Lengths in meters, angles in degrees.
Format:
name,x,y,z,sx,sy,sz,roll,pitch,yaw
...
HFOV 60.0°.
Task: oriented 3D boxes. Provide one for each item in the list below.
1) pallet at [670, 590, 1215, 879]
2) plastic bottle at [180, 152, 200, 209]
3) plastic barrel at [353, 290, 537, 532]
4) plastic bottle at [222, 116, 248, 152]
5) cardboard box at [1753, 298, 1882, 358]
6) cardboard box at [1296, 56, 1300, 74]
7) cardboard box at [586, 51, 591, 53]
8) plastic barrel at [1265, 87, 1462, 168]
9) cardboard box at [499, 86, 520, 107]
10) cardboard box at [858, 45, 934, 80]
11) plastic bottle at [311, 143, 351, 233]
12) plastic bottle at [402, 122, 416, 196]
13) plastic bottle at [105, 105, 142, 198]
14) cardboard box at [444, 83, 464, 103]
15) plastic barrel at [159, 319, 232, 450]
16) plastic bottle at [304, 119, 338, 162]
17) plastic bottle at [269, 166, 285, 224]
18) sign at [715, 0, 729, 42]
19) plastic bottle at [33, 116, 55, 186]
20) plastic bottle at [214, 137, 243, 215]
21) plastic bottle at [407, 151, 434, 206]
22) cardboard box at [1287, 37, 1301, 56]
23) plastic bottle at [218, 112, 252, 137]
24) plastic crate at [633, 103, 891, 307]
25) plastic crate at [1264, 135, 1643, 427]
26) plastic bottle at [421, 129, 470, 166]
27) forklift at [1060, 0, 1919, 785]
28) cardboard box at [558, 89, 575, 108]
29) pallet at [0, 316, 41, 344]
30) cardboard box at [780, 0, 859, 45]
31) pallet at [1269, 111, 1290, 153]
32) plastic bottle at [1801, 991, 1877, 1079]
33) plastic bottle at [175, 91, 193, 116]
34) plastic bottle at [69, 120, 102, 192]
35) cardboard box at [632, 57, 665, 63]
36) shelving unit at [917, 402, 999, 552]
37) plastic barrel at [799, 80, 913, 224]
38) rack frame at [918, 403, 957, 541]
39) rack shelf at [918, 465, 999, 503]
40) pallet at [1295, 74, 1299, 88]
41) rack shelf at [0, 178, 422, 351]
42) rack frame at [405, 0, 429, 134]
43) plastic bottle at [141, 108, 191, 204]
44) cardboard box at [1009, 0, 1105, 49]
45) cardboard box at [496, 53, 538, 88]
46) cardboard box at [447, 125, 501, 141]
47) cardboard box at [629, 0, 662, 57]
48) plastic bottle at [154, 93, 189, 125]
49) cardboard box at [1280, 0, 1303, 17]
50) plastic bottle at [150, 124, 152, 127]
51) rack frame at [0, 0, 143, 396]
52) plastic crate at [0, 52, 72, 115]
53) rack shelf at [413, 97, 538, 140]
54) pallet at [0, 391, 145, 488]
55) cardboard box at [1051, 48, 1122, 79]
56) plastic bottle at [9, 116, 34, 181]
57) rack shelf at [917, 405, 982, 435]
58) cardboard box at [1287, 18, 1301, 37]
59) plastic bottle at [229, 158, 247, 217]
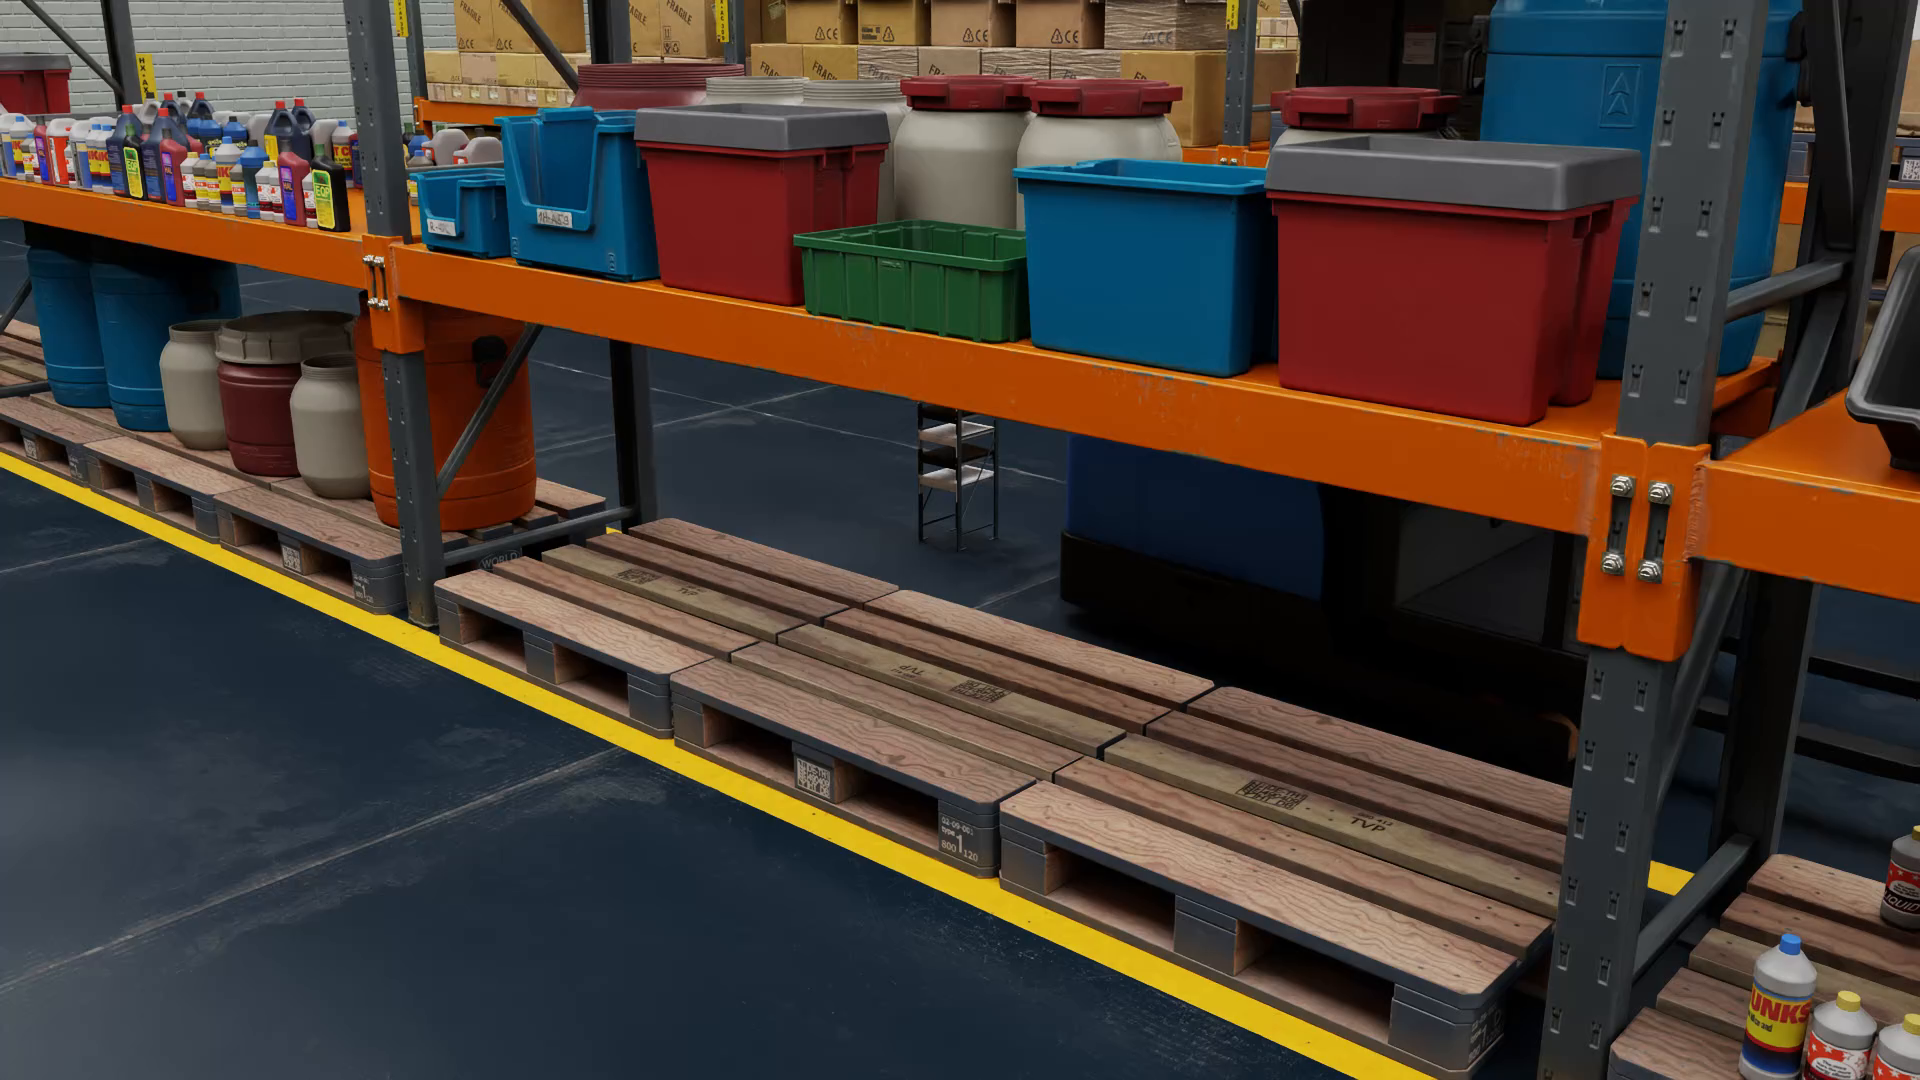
name,x,y,z,sx,sy,sz,roll,pitch,yaw
pallet,-0.056,0.492,4.714,1.213,0.211,1.003,15,23,39
plastic bottle,-2.860,-1.347,6.227,0.097,0.201,0.097,0,18,0
plastic barrel,-1.895,-0.507,6.144,0.708,0.830,0.600,15,23,39
plastic bottle,-3.145,-1.703,7.230,0.097,0.271,0.097,0,18,0
cardboard box,3.972,-0.811,7.613,0.500,0.500,0.700,15,23,39
cardboard box,2.908,-3.963,13.860,0.250,0.149,0.380,14,22,37
cardboard box,-2.915,-3.803,13.391,0.500,0.250,0.500,14,22,37
plastic barrel,0.904,-0.750,3.792,0.433,0.535,0.433,0,18,0
cardboard box,-3.398,-3.502,13.103,0.250,0.149,0.380,14,23,38
cardboard box,-0.293,-2.868,10.525,0.500,0.500,0.500,14,23,38
plastic bottle,-2.104,-1.176,5.551,0.133,0.283,0.061,15,23,39
plastic bottle,-2.216,-1.528,6.660,0.133,0.283,0.061,15,23,39
plastic bottle,-3.288,-1.543,6.596,0.185,0.351,0.144,15,23,39
cardboard box,-3.975,-3.657,13.591,0.250,0.149,0.380,15,23,38
plastic barrel,-3.222,-0.675,7.200,0.421,0.512,0.421,0,18,0
plastic bottle,-2.664,-1.626,6.982,0.135,0.276,0.152,15,23,39
plastic bottle,-2.350,-1.210,5.796,0.097,0.201,0.097,0,18,0
sign,-1.589,-3.495,11.104,0.005,0.325,0.100,15,23,39
plastic bottle,-3.854,-1.646,7.032,0.133,0.283,0.061,15,23,39
plastic bottle,-2.642,-1.322,6.031,0.097,0.271,0.097,0,18,0
plastic bottle,-2.042,-1.373,6.308,0.097,0.201,0.097,0,18,0
cardboard box,2.922,-4.102,13.809,0.250,0.149,0.380,16,24,41
plastic bottle,-3.249,-1.783,7.477,0.135,0.276,0.152,15,23,39
plastic crate,-0.512,-0.884,4.332,0.583,0.464,0.402,15,23,39
plastic crate,0.909,-0.502,3.130,0.583,0.464,0.402,15,23,39
plastic bottle,-1.973,-1.441,6.397,0.135,0.276,0.152,15,23,39
forklift,1.764,-0.933,4.707,3.031,2.935,1.130,16,24,41
cardboard box,-2.819,-3.347,12.615,0.250,0.149,0.380,16,23,40
pallet,-6.002,-1.105,9.744,1.213,0.211,1.003,15,23,39
cardboard box,-0.739,-3.570,11.078,0.637,0.503,0.797,14,23,38
pallet,2.373,-2.157,8.767,1.003,0.211,1.213,15,23,39
plastic bottle,1.497,0.864,2.829,0.097,0.201,0.097,0,18,0
plastic bottle,-3.605,-1.916,7.772,0.185,0.351,0.144,15,23,39
plastic bottle,-3.550,-1.579,6.834,0.135,0.276,0.152,15,23,39
cardboard box,-2.115,-3.374,12.039,0.500,0.250,0.500,16,24,41
shelving unit,-0.006,-0.431,6.481,0.210,0.900,0.258,15,23,39
plastic barrel,-0.292,-1.057,4.800,0.421,0.512,0.421,0,18,0
rack frame,-0.082,-0.451,6.545,0.006,0.900,0.240,15,23,39
rack shelf,-0.006,-0.227,6.545,0.200,0.077,0.258,15,23,39
pallet,2.621,-3.995,14.557,1.213,0.211,1.003,15,23,39
rack shelf,-3.014,-1.306,6.956,4.000,0.370,1.077,15,23,39
rack frame,-4.214,-3.974,14.174,0.127,3.000,1.000,15,23,39
plastic bottle,-3.050,-1.479,6.394,0.185,0.351,0.144,15,23,39
cardboard box,0.748,-3.175,9.834,0.637,0.503,0.797,16,23,40
cardboard box,-3.267,-3.682,13.011,0.500,0.250,0.500,14,22,37
cardboard box,-3.682,-3.051,14.084,0.875,0.875,0.875,15,23,39
cardboard box,-2.115,-3.732,11.928,0.500,0.500,0.500,15,23,40
plastic bottle,-3.562,-1.846,7.552,0.185,0.351,0.144,15,23,39
cardboard box,4.059,-6.173,19.286,0.500,0.500,0.500,15,23,40
plastic bottle,-3.241,-1.541,6.722,0.097,0.271,0.097,0,18,0
rack frame,-4.510,-2.050,8.112,0.127,3.000,1.000,15,23,39
plastic crate,-5.011,-2.345,8.837,0.583,0.464,0.402,15,23,39
rack shelf,-2.718,-3.229,13.018,4.000,0.370,1.077,15,23,39
pallet,-3.960,-0.557,8.016,1.213,0.211,1.003,15,23,39
cardboard box,0.867,-2.560,9.553,0.500,0.500,0.500,15,23,39
plastic bottle,-4.074,-1.707,7.243,0.097,0.271,0.097,0,18,0
rack shelf,-0.006,-0.485,6.464,0.200,0.077,0.258,15,23,39
cardboard box,2.915,-4.245,13.765,0.250,0.149,0.380,15,23,39
plastic bottle,-2.569,-1.269,5.980,0.097,0.201,0.097,0,18,0
